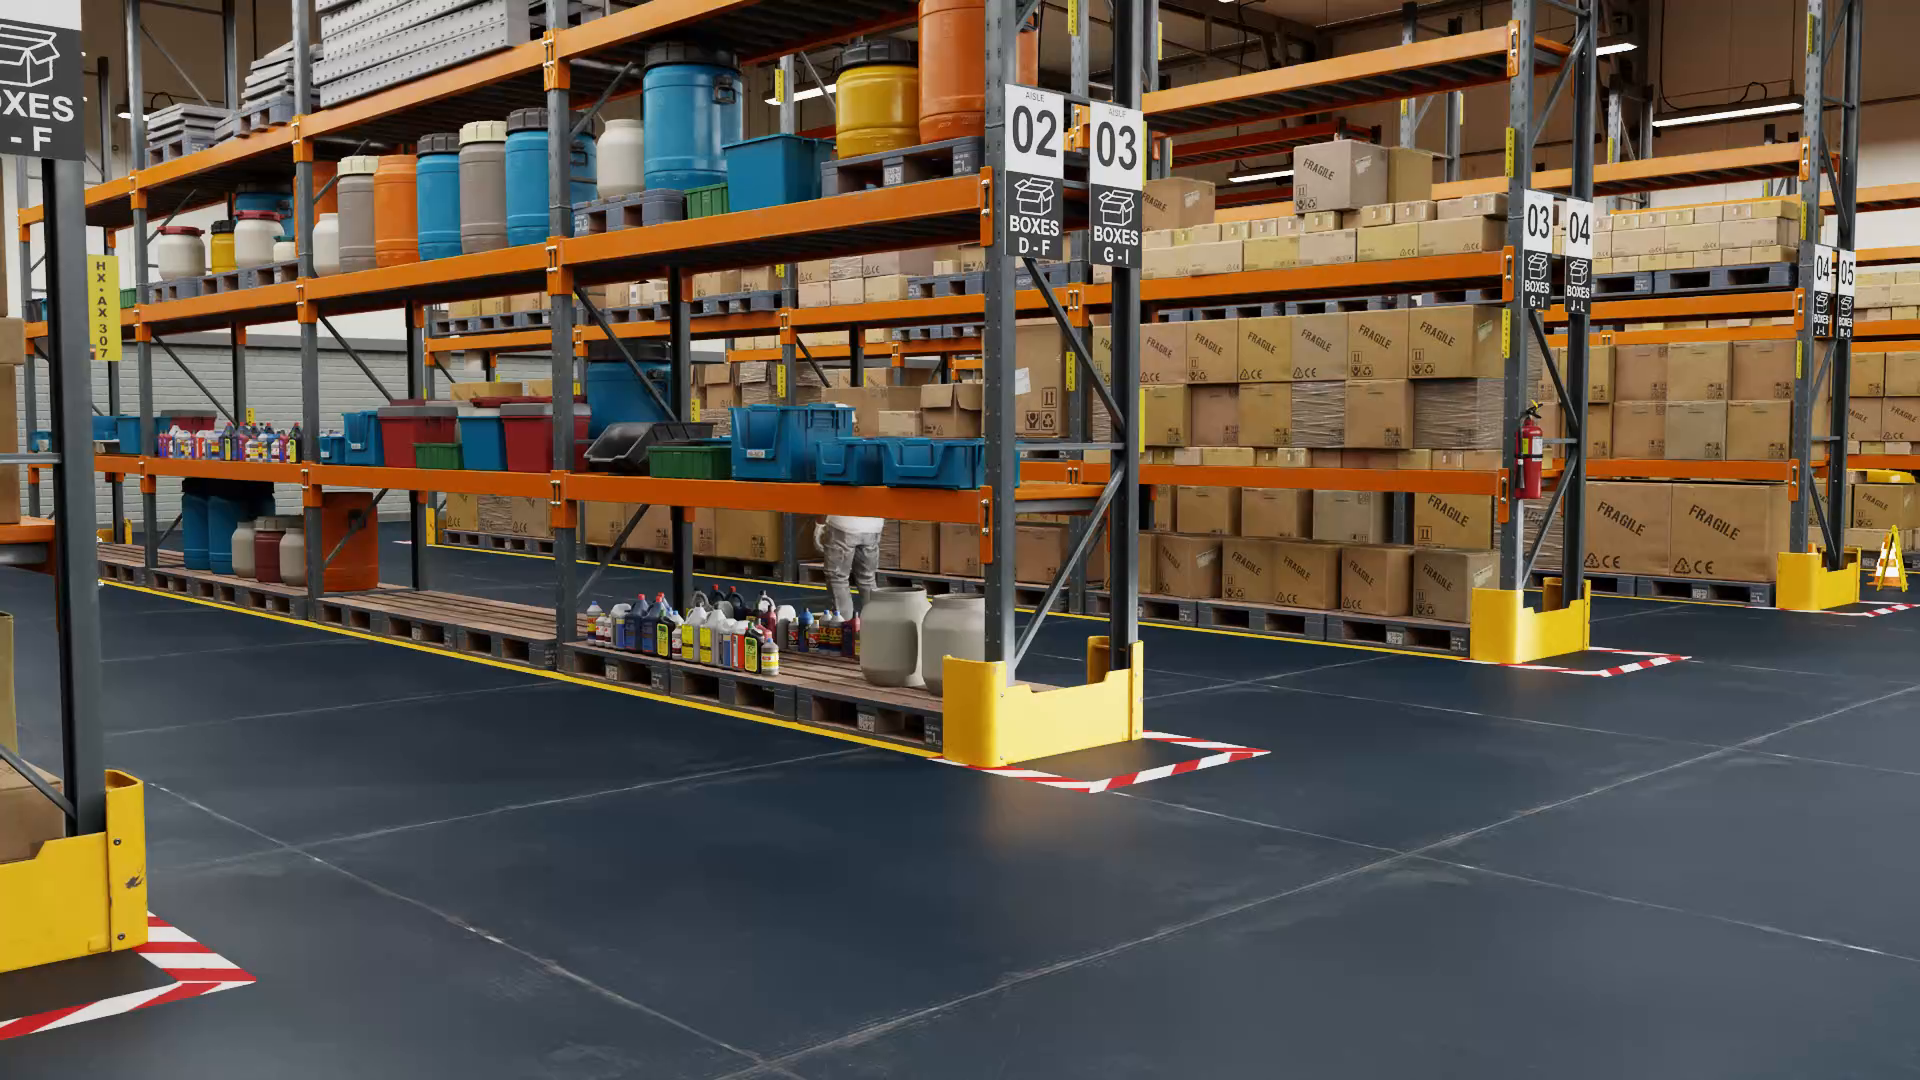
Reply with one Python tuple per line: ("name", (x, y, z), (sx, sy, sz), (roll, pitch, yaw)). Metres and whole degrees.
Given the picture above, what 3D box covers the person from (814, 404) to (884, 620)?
("person", (-0.789, -0.085, 11.902), (0.619, 1.774, 0.452), (-4, 5, -44))
